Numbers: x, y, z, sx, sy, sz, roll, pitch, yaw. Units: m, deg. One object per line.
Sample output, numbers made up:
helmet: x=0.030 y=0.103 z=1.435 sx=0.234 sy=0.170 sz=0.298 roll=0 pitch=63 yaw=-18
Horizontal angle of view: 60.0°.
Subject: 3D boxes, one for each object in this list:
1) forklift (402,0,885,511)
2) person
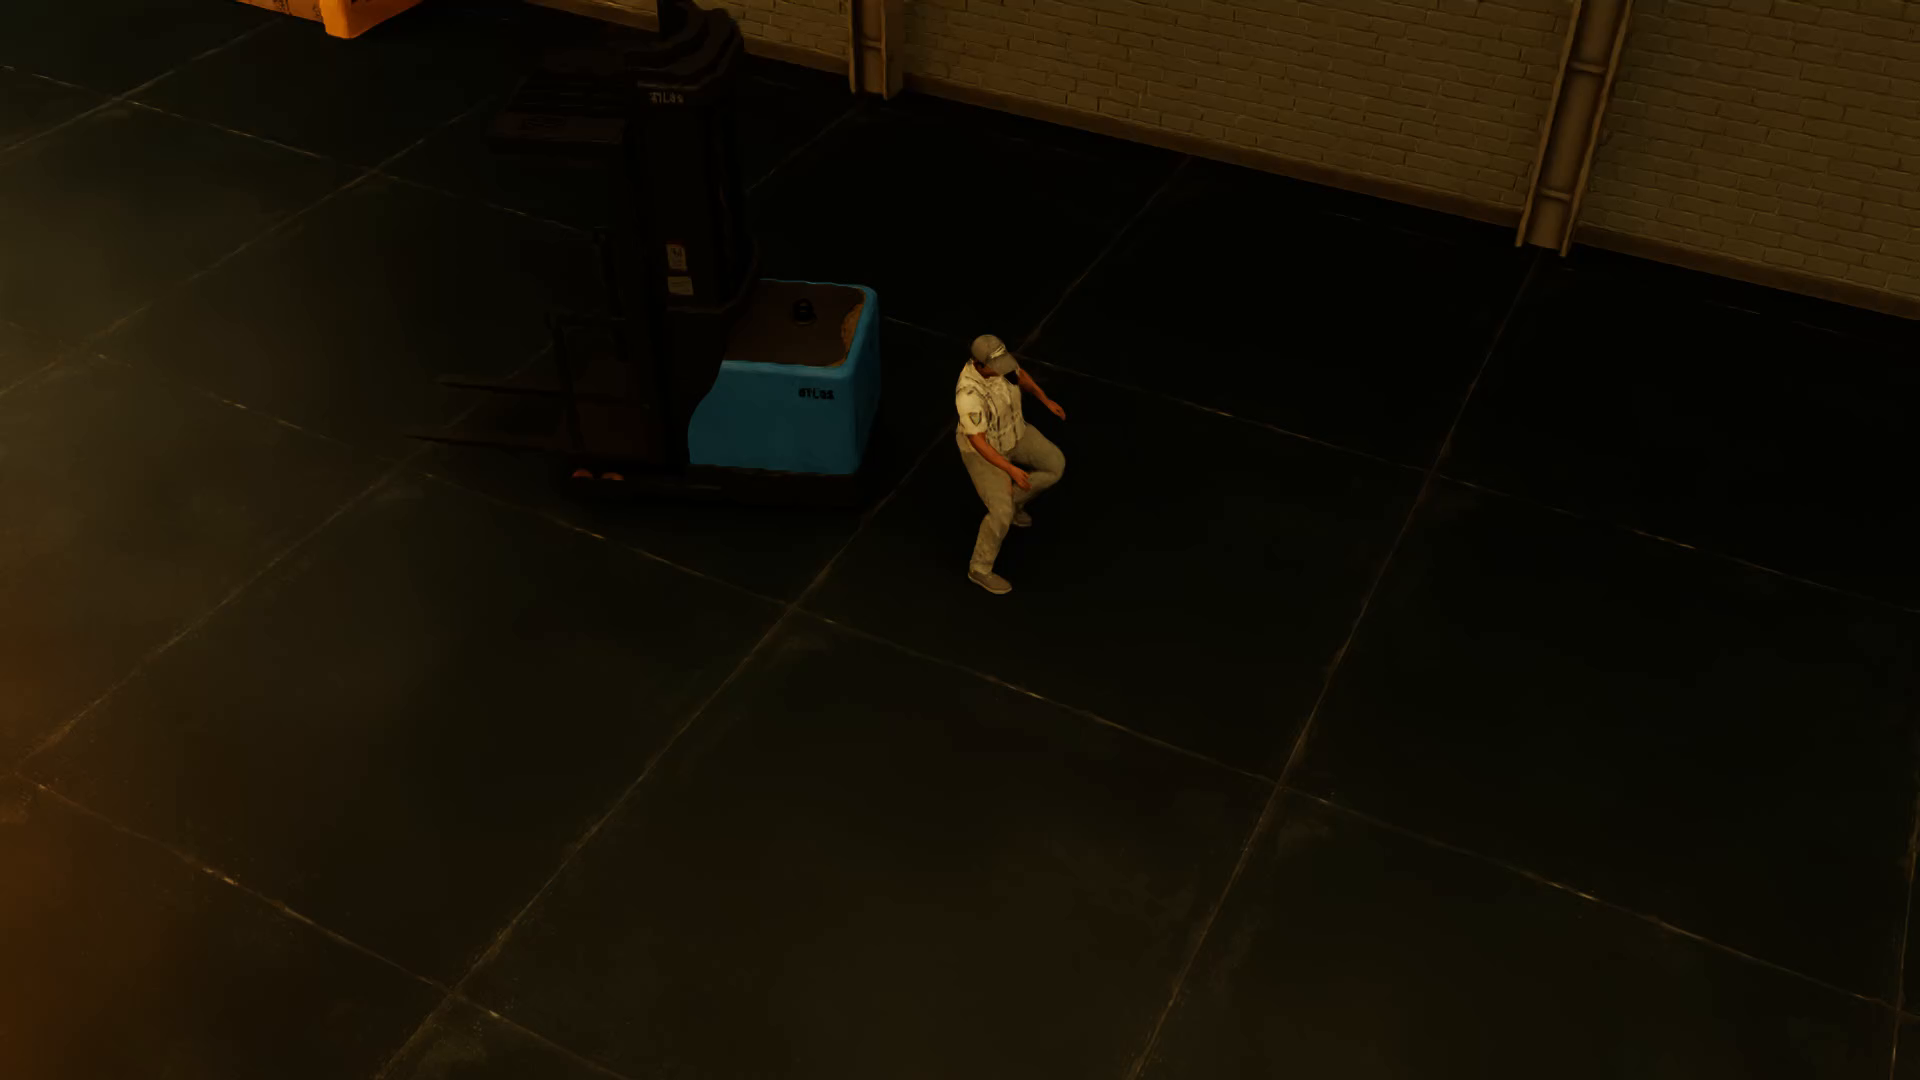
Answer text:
forklift: x=-2.060 y=-1.723 z=10.032 sx=3.031 sy=2.935 sz=1.130 roll=5 pitch=40 yaw=6
person: x=0.282 y=-0.537 z=9.720 sx=0.679 sy=1.505 sz=0.816 roll=23 pitch=45 yaw=25
